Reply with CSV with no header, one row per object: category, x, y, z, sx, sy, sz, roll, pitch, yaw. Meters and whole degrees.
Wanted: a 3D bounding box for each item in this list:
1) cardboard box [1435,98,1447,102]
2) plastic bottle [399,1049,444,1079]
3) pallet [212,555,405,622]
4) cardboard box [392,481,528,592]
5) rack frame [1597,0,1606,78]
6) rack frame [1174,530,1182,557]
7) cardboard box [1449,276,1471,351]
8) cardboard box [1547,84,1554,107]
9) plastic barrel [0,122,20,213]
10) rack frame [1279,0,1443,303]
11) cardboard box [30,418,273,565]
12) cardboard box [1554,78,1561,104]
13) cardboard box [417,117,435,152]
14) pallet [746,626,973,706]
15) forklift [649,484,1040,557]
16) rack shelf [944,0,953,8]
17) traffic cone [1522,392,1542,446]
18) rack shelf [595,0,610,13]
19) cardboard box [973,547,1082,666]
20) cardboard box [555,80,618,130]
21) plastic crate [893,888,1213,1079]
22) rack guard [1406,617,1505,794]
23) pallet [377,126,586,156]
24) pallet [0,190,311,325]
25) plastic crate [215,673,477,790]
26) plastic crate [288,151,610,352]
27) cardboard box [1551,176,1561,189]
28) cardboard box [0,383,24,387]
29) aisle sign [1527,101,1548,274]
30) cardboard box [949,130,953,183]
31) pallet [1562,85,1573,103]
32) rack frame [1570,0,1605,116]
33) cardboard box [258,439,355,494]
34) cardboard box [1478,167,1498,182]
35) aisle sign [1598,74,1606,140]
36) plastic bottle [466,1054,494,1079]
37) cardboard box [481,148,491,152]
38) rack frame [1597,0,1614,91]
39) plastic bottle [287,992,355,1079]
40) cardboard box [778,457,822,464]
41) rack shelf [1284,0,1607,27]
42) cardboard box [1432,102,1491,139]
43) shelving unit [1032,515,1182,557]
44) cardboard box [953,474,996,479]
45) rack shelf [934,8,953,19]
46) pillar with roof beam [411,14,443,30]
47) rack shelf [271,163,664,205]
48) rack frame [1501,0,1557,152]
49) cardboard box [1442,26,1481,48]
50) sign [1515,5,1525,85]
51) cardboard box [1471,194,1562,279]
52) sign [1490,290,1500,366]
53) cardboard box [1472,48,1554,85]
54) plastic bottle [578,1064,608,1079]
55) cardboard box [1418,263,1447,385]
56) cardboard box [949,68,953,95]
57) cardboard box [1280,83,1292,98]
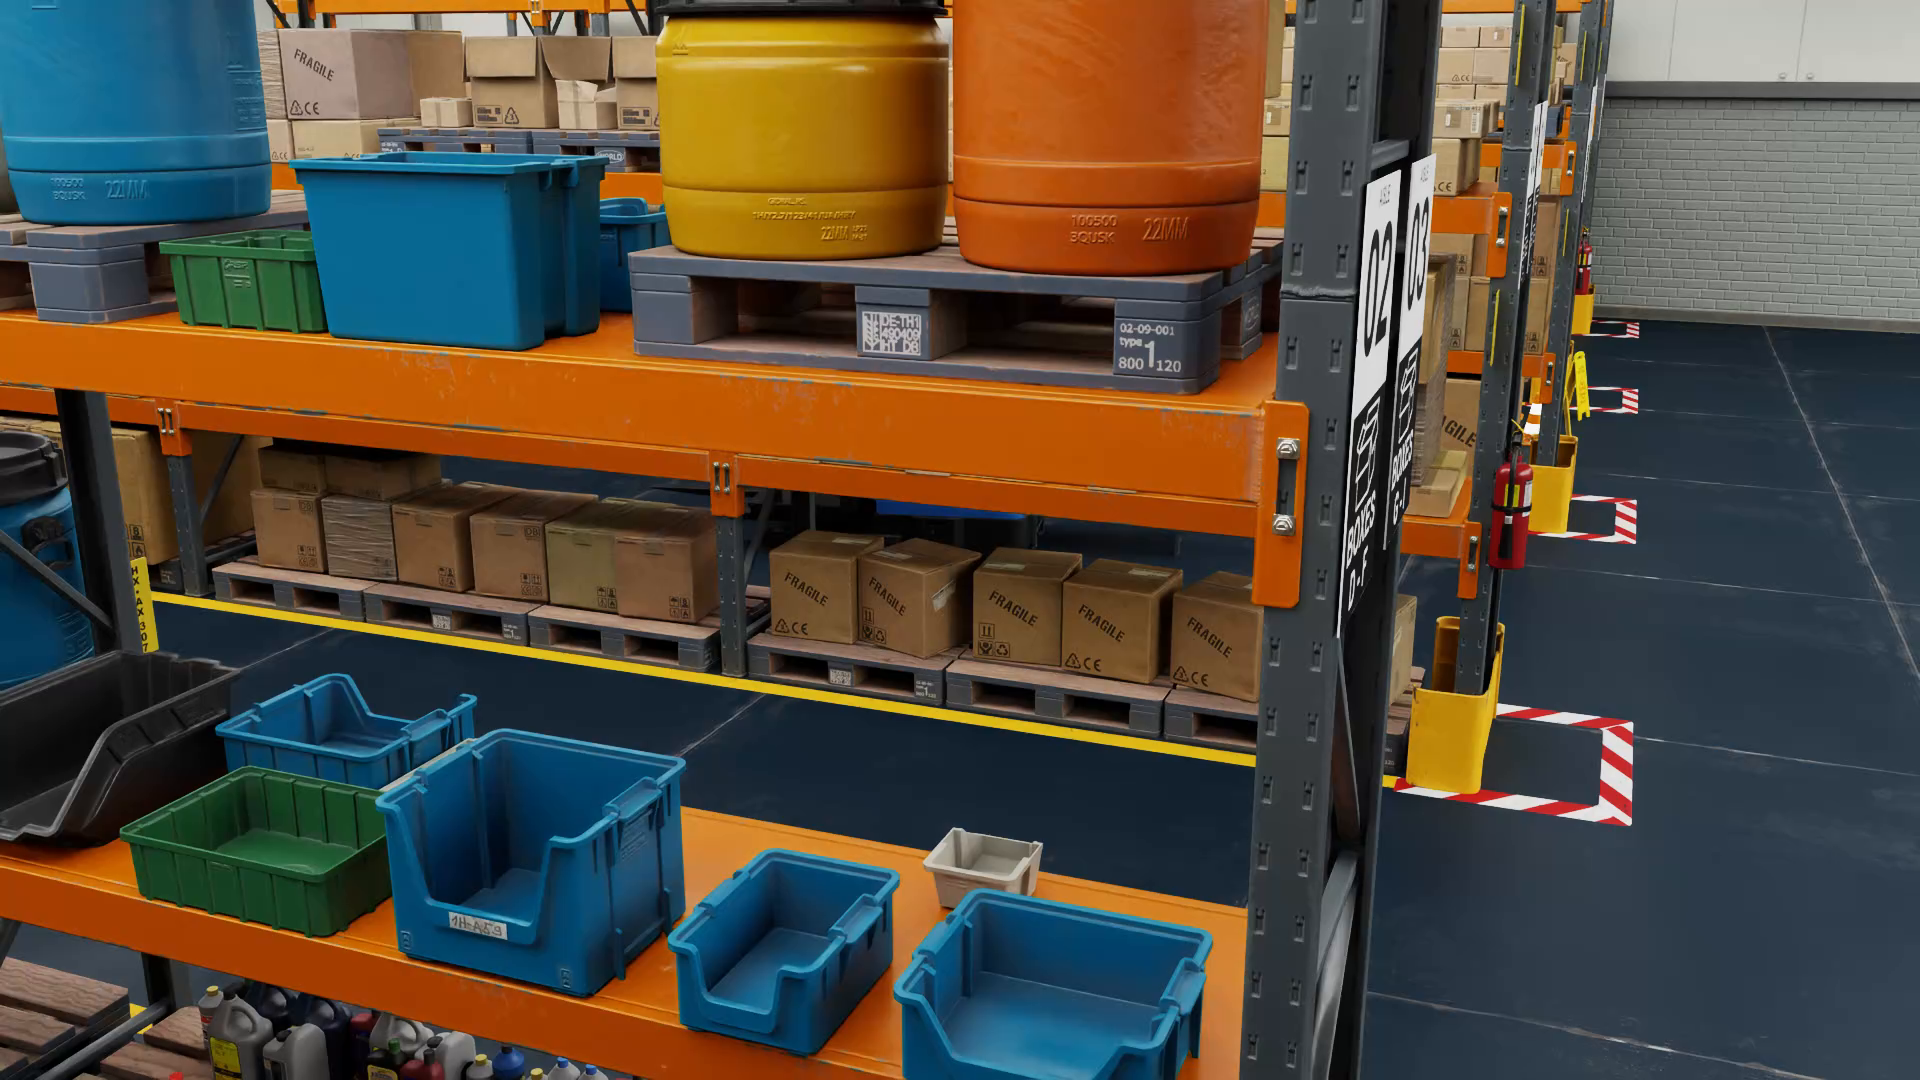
cardboard box,2.225,-2.076,8.119,0.250,0.149,0.380,7,17,22
plastic bottle,-1.642,1.681,5.086,0.133,0.283,0.061,6,17,21
pallet,-4.114,0.225,11.022,1.213,0.211,1.003,6,17,21
cardboard box,-3.159,-0.033,10.601,0.500,0.500,0.700,8,18,25
rack frame,6.238,-5.828,16.107,0.127,3.000,1.000,6,17,21
rack frame,1.575,-0.671,11.794,0.032,1.500,0.500,3,16,9
cardboard box,3.634,-1.801,12.730,0.550,0.550,0.875,6,17,21
cardboard box,4.082,-3.168,11.845,0.250,0.149,0.380,6,17,21
plastic barrel,-2.608,-1.102,4.256,0.421,0.512,0.421,0,16,0
rack frame,0.784,-1.973,2.829,0.127,3.000,1.000,6,17,21
cardboard box,-5.475,-0.452,11.409,0.875,0.875,1.225,5,17,18
cardboard box,5.663,-4.441,16.445,0.500,0.250,0.500,6,17,20
cardboard box,-3.376,-2.479,10.222,0.500,0.250,0.500,7,18,22
pallet,-0.482,0.613,9.684,1.213,0.211,1.003,6,17,21
forklift,-0.950,-1.456,11.931,3.031,2.935,1.130,3,16,9
rack shelf,0.656,-5.904,18.378,4.000,0.370,1.077,6,17,21
traffic cone,5.273,-1.115,15.185,0.334,0.463,0.336,6,17,21
rack shelf,-1.066,-4.610,13.920,4.000,0.370,1.077,6,17,21
cardboard box,0.380,0.364,9.270,0.500,0.500,0.500,5,17,16
cardboard box,-2.031,-2.434,9.284,0.258,0.266,0.396,7,18,23
plastic crate,0.209,1.006,3.596,0.616,0.251,0.499,6,17,21
rack guard,2.531,0.816,8.466,0.348,0.500,1.175,6,17,21
pallet,-2.621,-2.332,9.783,1.003,0.211,1.213,6,17,21
pallet,-2.230,-0.803,4.516,1.003,0.211,1.213,6,17,21
plastic crate,-1.808,0.613,4.949,0.616,0.251,0.499,6,17,21
plastic crate,-1.100,-0.642,3.653,0.575,0.384,0.392,6,17,21
cardboard box,7.630,-4.557,21.147,0.250,0.149,0.380,7,17,21
cardboard box,-6.336,-1.334,11.209,0.500,0.500,0.500,6,17,19
aisle sign,2.769,-1.696,7.974,0.004,0.787,0.394,6,17,21
cardboard box,0.158,-1.935,8.349,0.500,0.250,0.500,6,17,18
pallet,7.407,-5.712,21.246,1.213,0.211,1.003,6,17,21
rack frame,4.515,-4.534,11.650,0.127,3.000,1.000,6,17,21
cardboard box,-4.206,-0.505,10.883,0.500,0.250,0.500,7,18,23
cardboard box,5.214,-3.667,16.919,0.500,0.500,0.700,6,17,21
aisle sign,8.009,-5.400,20.732,0.004,0.787,0.394,6,17,21
plastic bottle,-1.483,1.698,5.175,0.097,0.201,0.097,0,16,0
cardboard box,-5.935,-4.733,21.125,0.500,0.500,0.500,6,17,20
rack frame,8.056,-7.116,20.543,0.127,3.000,1.000,6,17,21
plastic bottle,-2.053,1.570,5.346,0.185,0.351,0.144,5,17,18
cardboard box,-0.802,-0.536,9.091,0.250,0.149,0.380,6,17,21
rack shelf,6.195,-6.783,21.404,4.000,0.370,1.077,6,17,21
cardboard box,2.229,-1.884,7.457,0.250,0.149,0.380,6,17,21
shelving unit,1.074,-0.694,11.875,1.048,1.500,0.538,3,16,9
cardboard box,0.142,-0.444,8.772,0.250,0.149,0.380,6,17,21
rack shelf,-1.247,-7.601,24.223,4.000,0.370,1.077,6,17,21
pillar with roof beam,-10.586,-8.145,24.090,0.400,9.000,9.100,6,17,21
rack shelf,-2.980,-2.085,9.887,4.000,0.370,1.077,6,17,21
rack frame,2.602,-3.258,7.254,0.127,3.000,1.000,6,17,21
cardboard box,3.607,-3.604,11.914,0.250,0.149,0.380,7,17,22
sign,2.379,-2.100,7.060,0.005,0.325,0.100,6,17,21
cardboard box,4.185,-2.291,12.480,0.550,0.550,0.875,6,17,21
sign,2.379,-0.943,7.396,0.005,0.325,0.100,6,17,21
cardboard box,3.958,-3.391,11.898,0.500,0.250,0.500,7,17,21
plastic bottle,-1.107,1.706,5.023,0.097,0.271,0.097,0,16,0
cardboard box,1.999,-1.040,7.869,0.500,0.500,0.500,6,17,21
cardboard box,0.079,-3.711,13.532,0.500,0.250,0.500,6,17,21
cardboard box,2.423,-3.350,12.472,0.250,0.149,0.380,7,17,21
